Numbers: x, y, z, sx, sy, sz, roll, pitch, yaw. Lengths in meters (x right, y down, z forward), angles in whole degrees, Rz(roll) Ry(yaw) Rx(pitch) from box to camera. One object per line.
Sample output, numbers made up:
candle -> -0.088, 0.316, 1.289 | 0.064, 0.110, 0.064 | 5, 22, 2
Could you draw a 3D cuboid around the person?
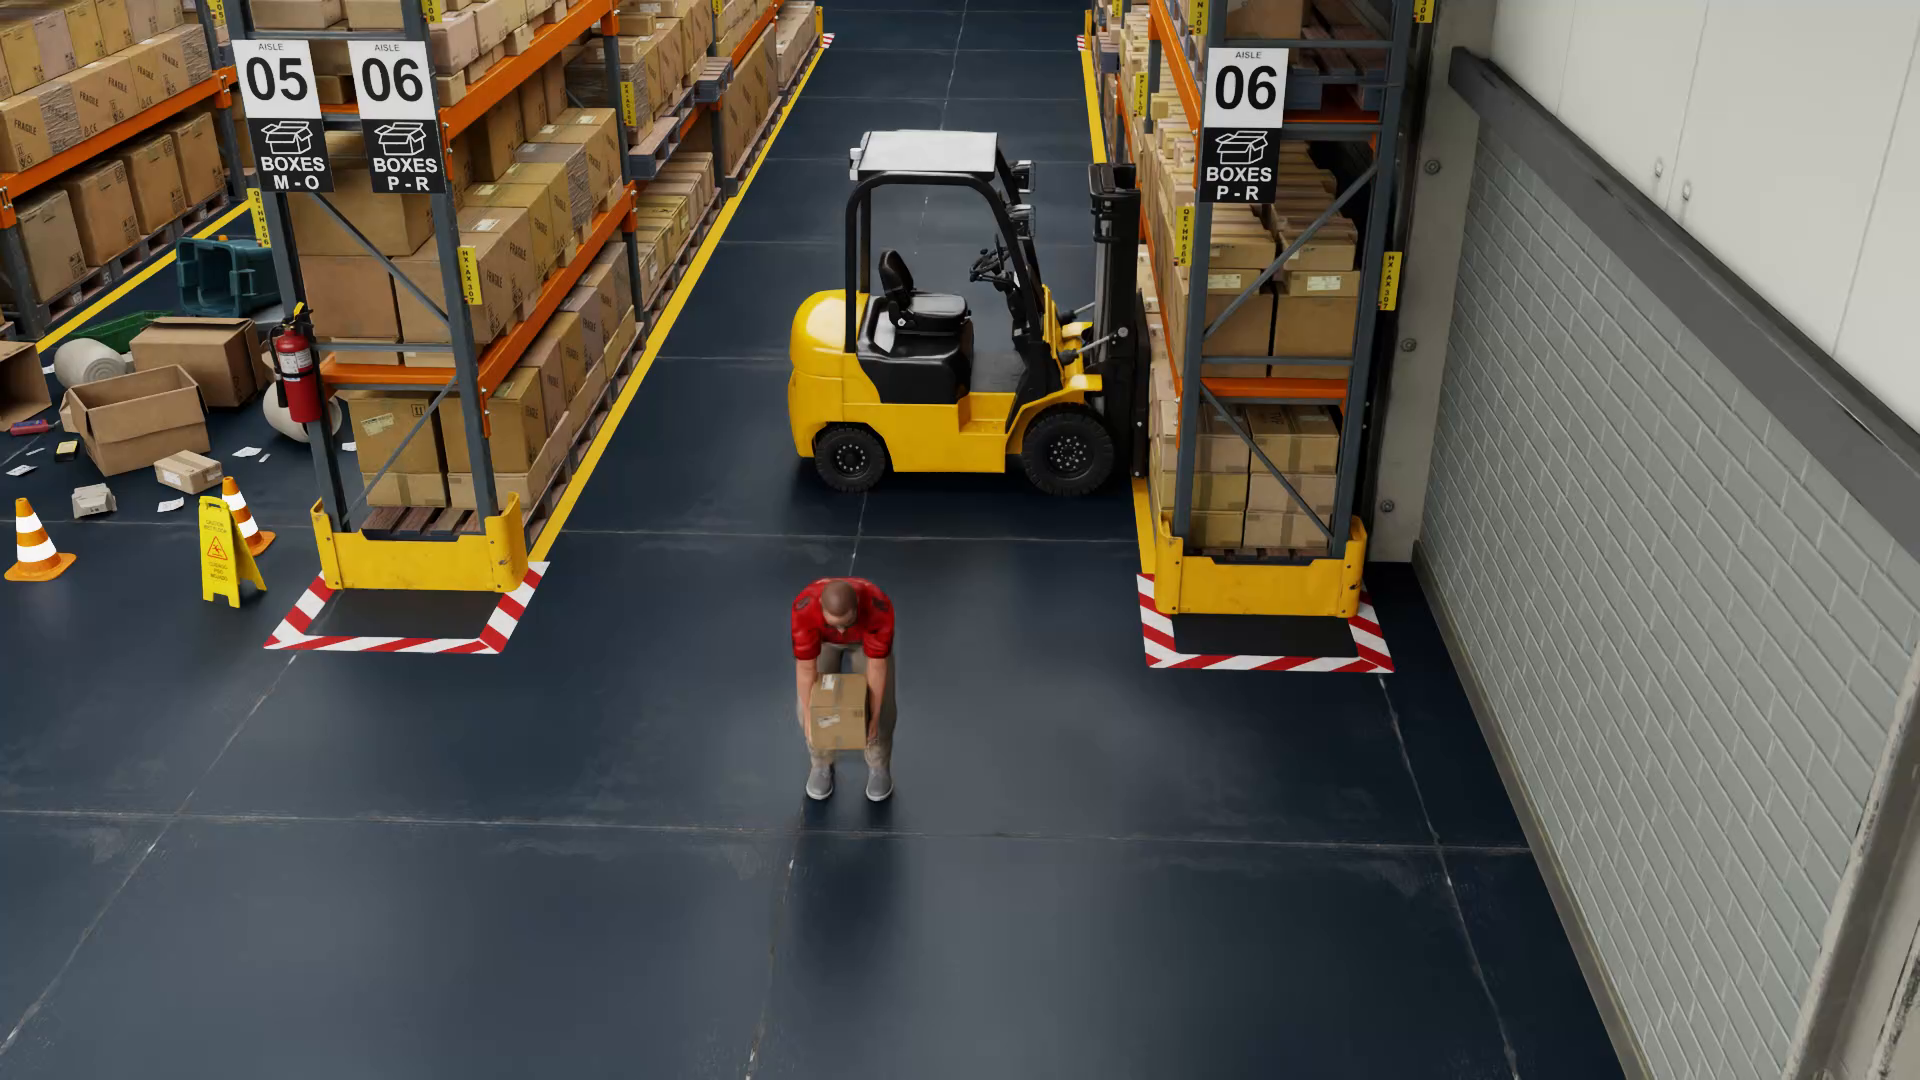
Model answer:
person -> -0.539, 0.656, 7.740 | 0.491, 1.412, 0.844 | 0, 28, 0
